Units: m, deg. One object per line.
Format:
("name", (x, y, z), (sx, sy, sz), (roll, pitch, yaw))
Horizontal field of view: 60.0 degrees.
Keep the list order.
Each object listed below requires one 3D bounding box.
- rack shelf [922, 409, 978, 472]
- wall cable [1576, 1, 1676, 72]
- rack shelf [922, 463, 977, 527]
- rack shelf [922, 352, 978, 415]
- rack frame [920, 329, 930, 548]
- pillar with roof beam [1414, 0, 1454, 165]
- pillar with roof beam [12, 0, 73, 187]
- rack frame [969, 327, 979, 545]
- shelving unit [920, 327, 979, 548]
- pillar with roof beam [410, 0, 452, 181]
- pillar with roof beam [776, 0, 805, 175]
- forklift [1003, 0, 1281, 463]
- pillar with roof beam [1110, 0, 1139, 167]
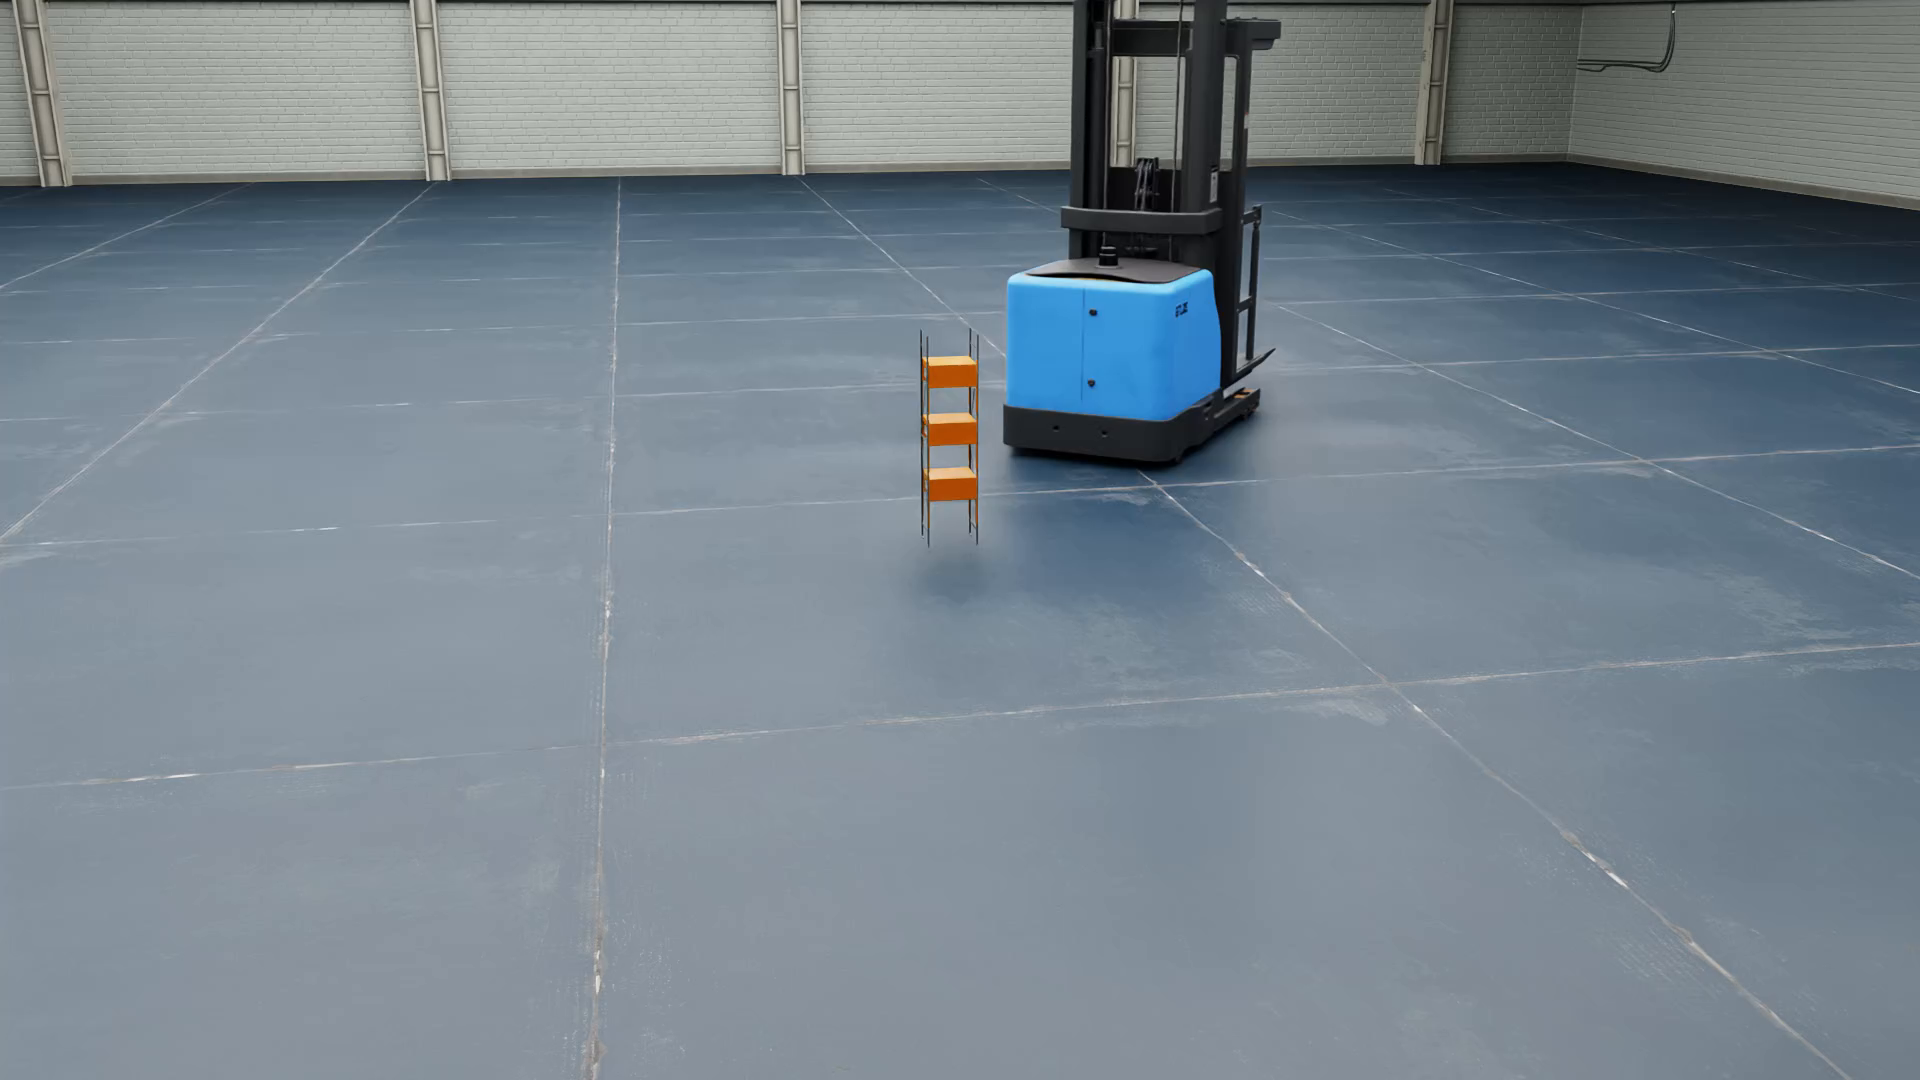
("rack shelf", (-0.053, -0.489, 8.151), (0.240, 0.259, 0.215), (-3, 17, -10))
("wall cable", (11.983, -9.717, 29.909), (0.112, 2.526, 3.097), (-3, 17, -10))
("rack shelf", (-0.053, -0.223, 8.233), (0.240, 0.259, 0.215), (-3, 17, -10))
("rack shelf", (-0.053, -0.760, 8.068), (0.240, 0.259, 0.215), (-3, 17, -10))
("rack frame", (-0.172, -0.492, 8.126), (0.008, 1.050, 0.200), (-3, 17, -10))
("pillar with roof beam", (9.656, -10.177, 26.120), (0.400, 9.000, 9.100), (-3, 17, -10))
("pillar with roof beam", (-13.908, -8.840, 21.768), (0.400, 9.000, 9.100), (-3, 17, -10))
("rack frame", (0.067, -0.506, 8.170), (0.008, 1.050, 0.200), (-3, 17, -10))
("shelving unit", (-0.053, -0.499, 8.148), (0.252, 1.050, 0.215), (-3, 17, -10))
("pillar with roof beam", (-8.017, -9.175, 22.856), (0.400, 9.000, 9.100), (-3, 17, -10))
("pillar with roof beam", (-2.126, -9.509, 23.944), (0.400, 9.000, 9.100), (-3, 17, -10))
("forklift", (1.347, -2.236, 10.601), (1.130, 2.935, 3.031), (8, 19, 24))
("pillar with roof beam", (3.765, -9.843, 25.032), (0.400, 9.000, 9.100), (-3, 17, -10))
